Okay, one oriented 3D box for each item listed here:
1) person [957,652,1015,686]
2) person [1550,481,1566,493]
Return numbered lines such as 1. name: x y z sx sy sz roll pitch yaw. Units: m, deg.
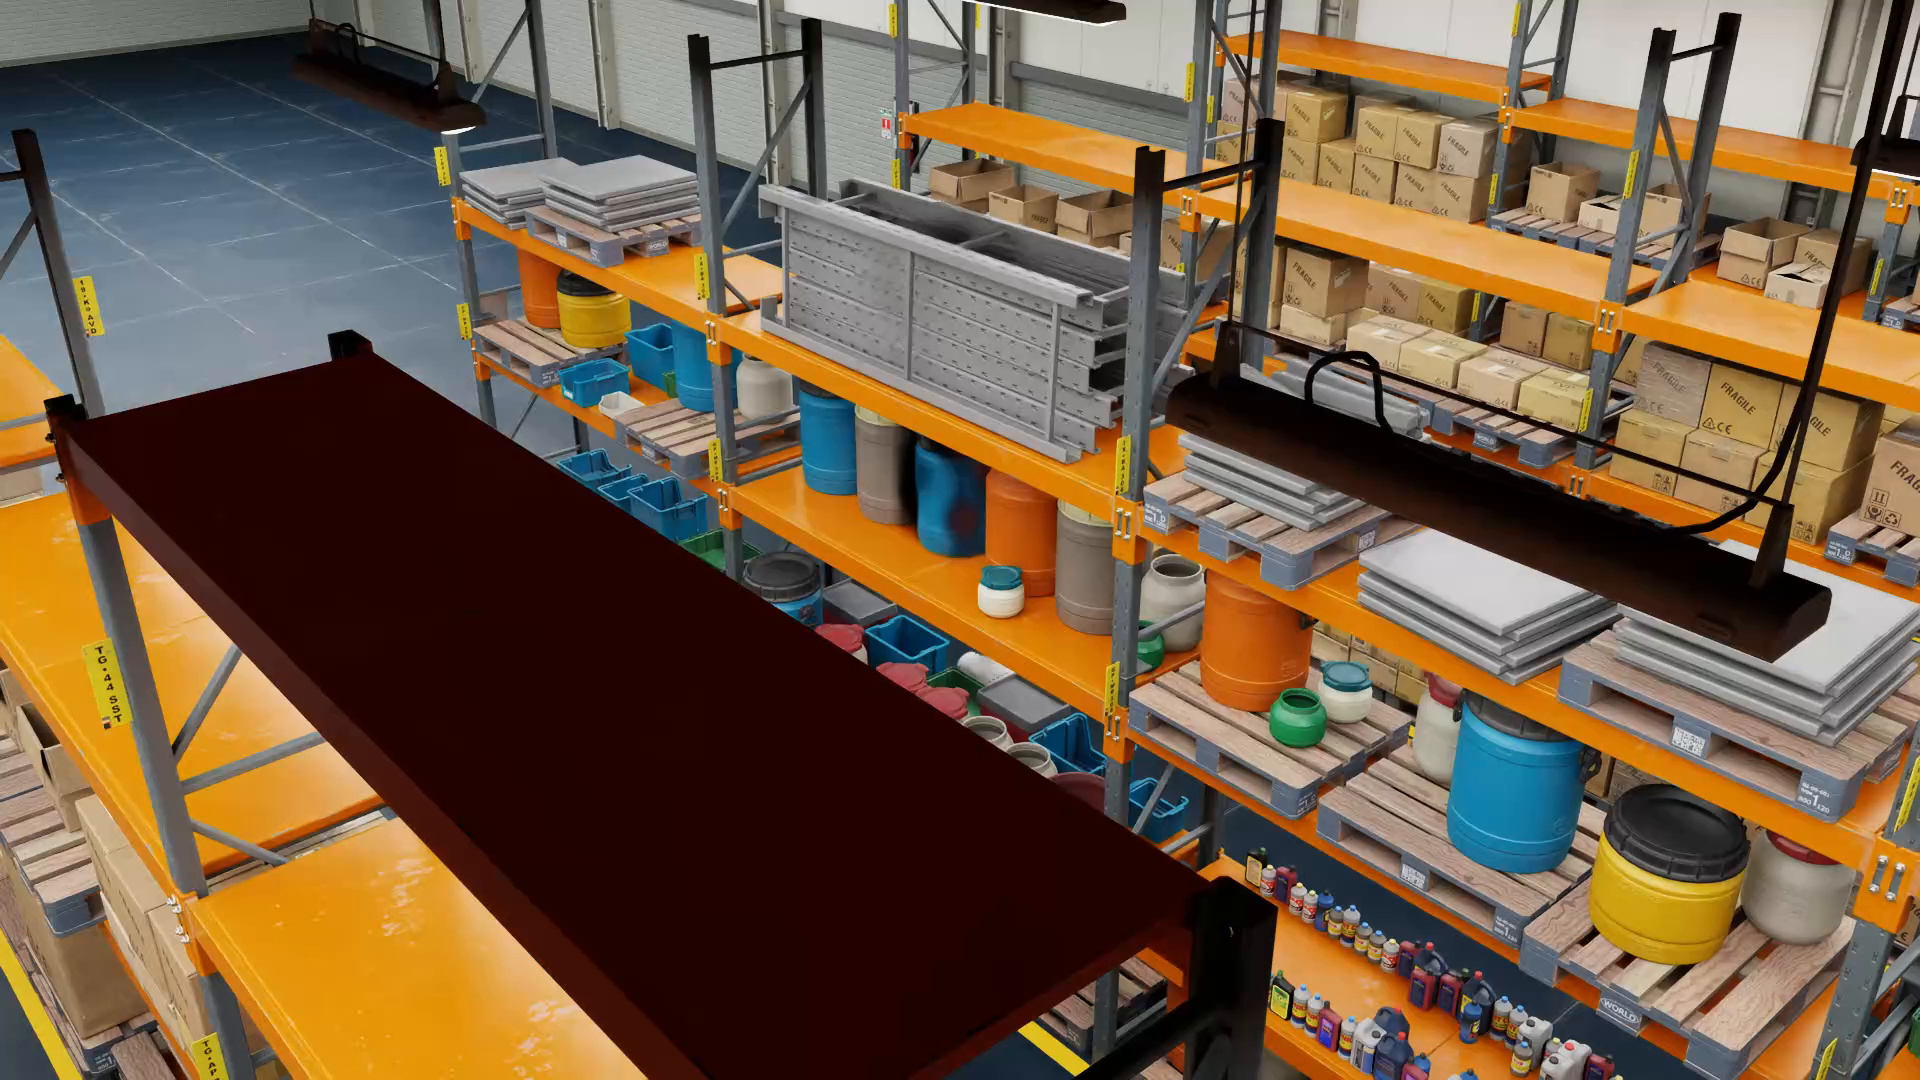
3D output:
1. person: 0.296 1.449 12.816 0.790 1.764 0.519 15 30 26
2. person: 5.553 0.178 15.394 0.551 1.724 0.842 -17 32 -30
